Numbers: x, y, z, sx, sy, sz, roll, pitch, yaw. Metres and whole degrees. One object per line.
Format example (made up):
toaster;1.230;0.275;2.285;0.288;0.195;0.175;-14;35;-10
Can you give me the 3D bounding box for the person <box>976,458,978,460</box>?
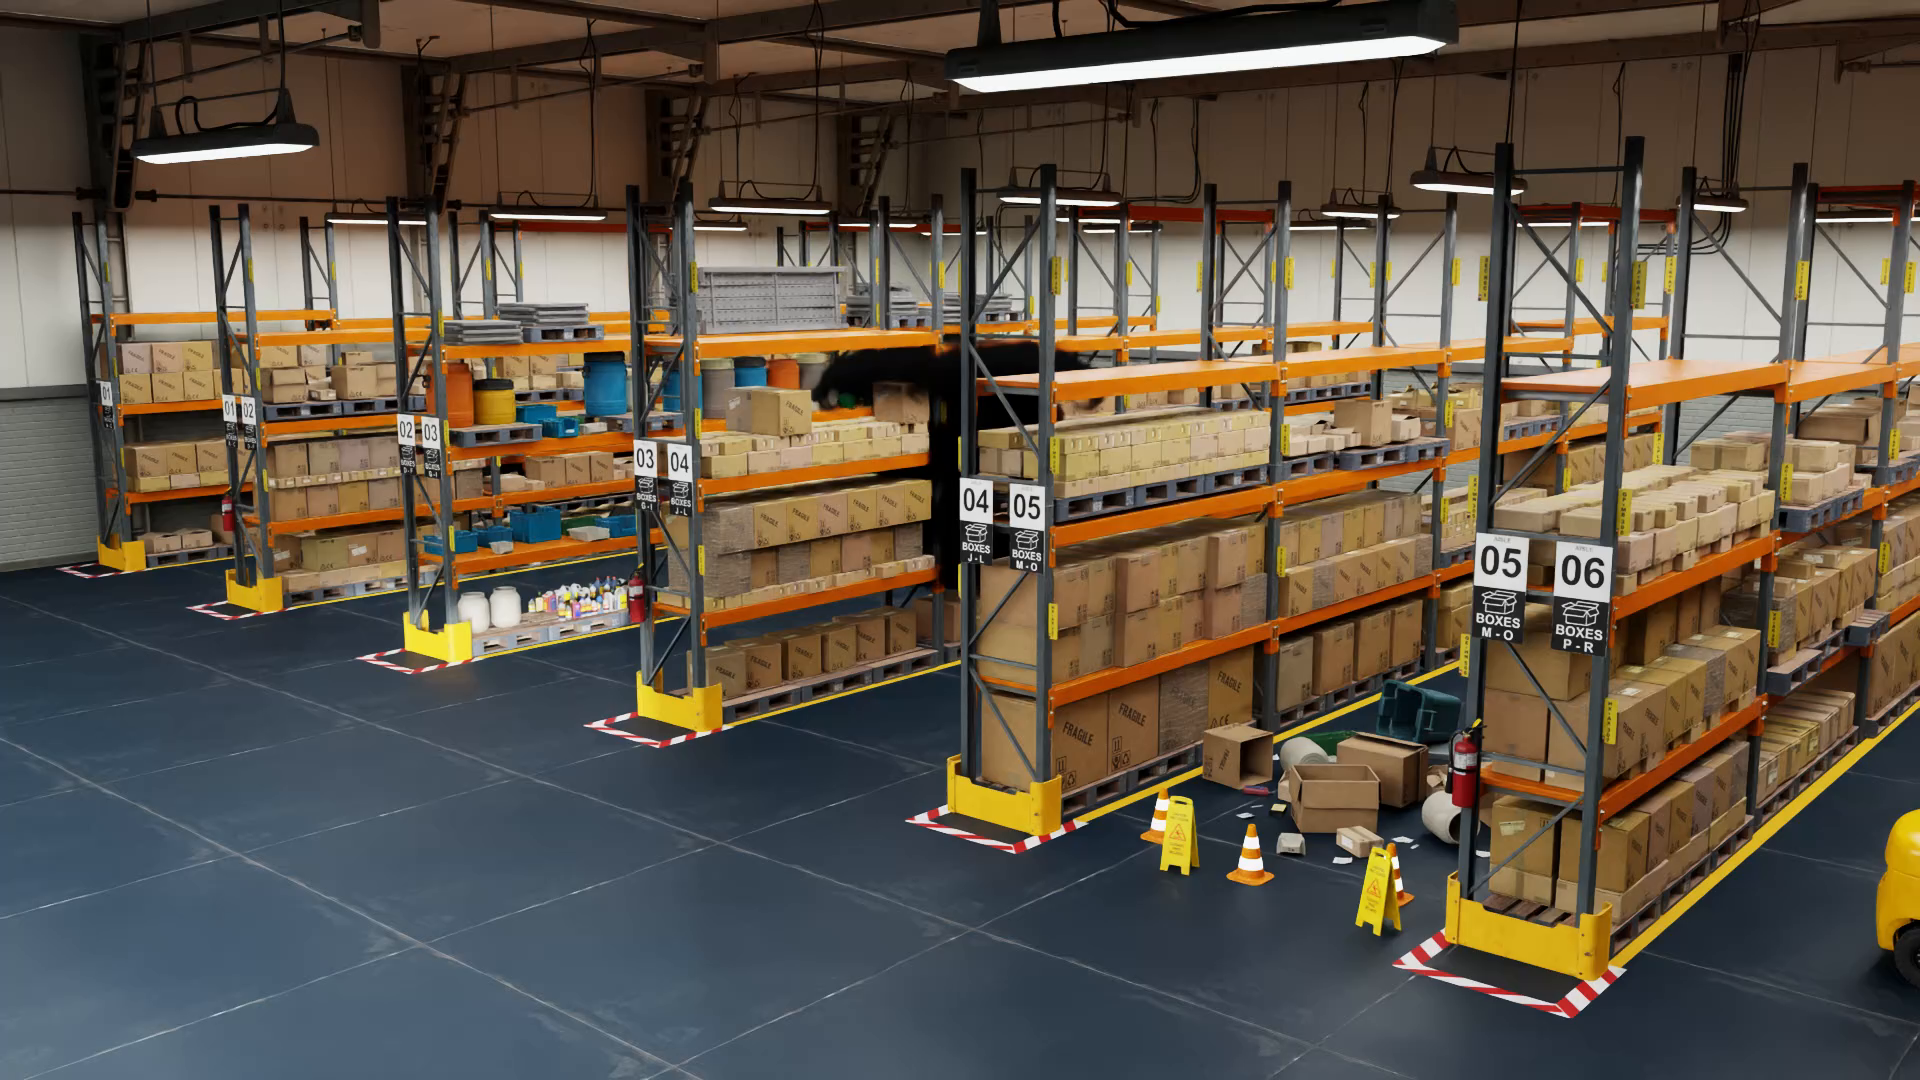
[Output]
person;0.442;-1.968;38.106;0.870;1.682;0.587;4;10;23
